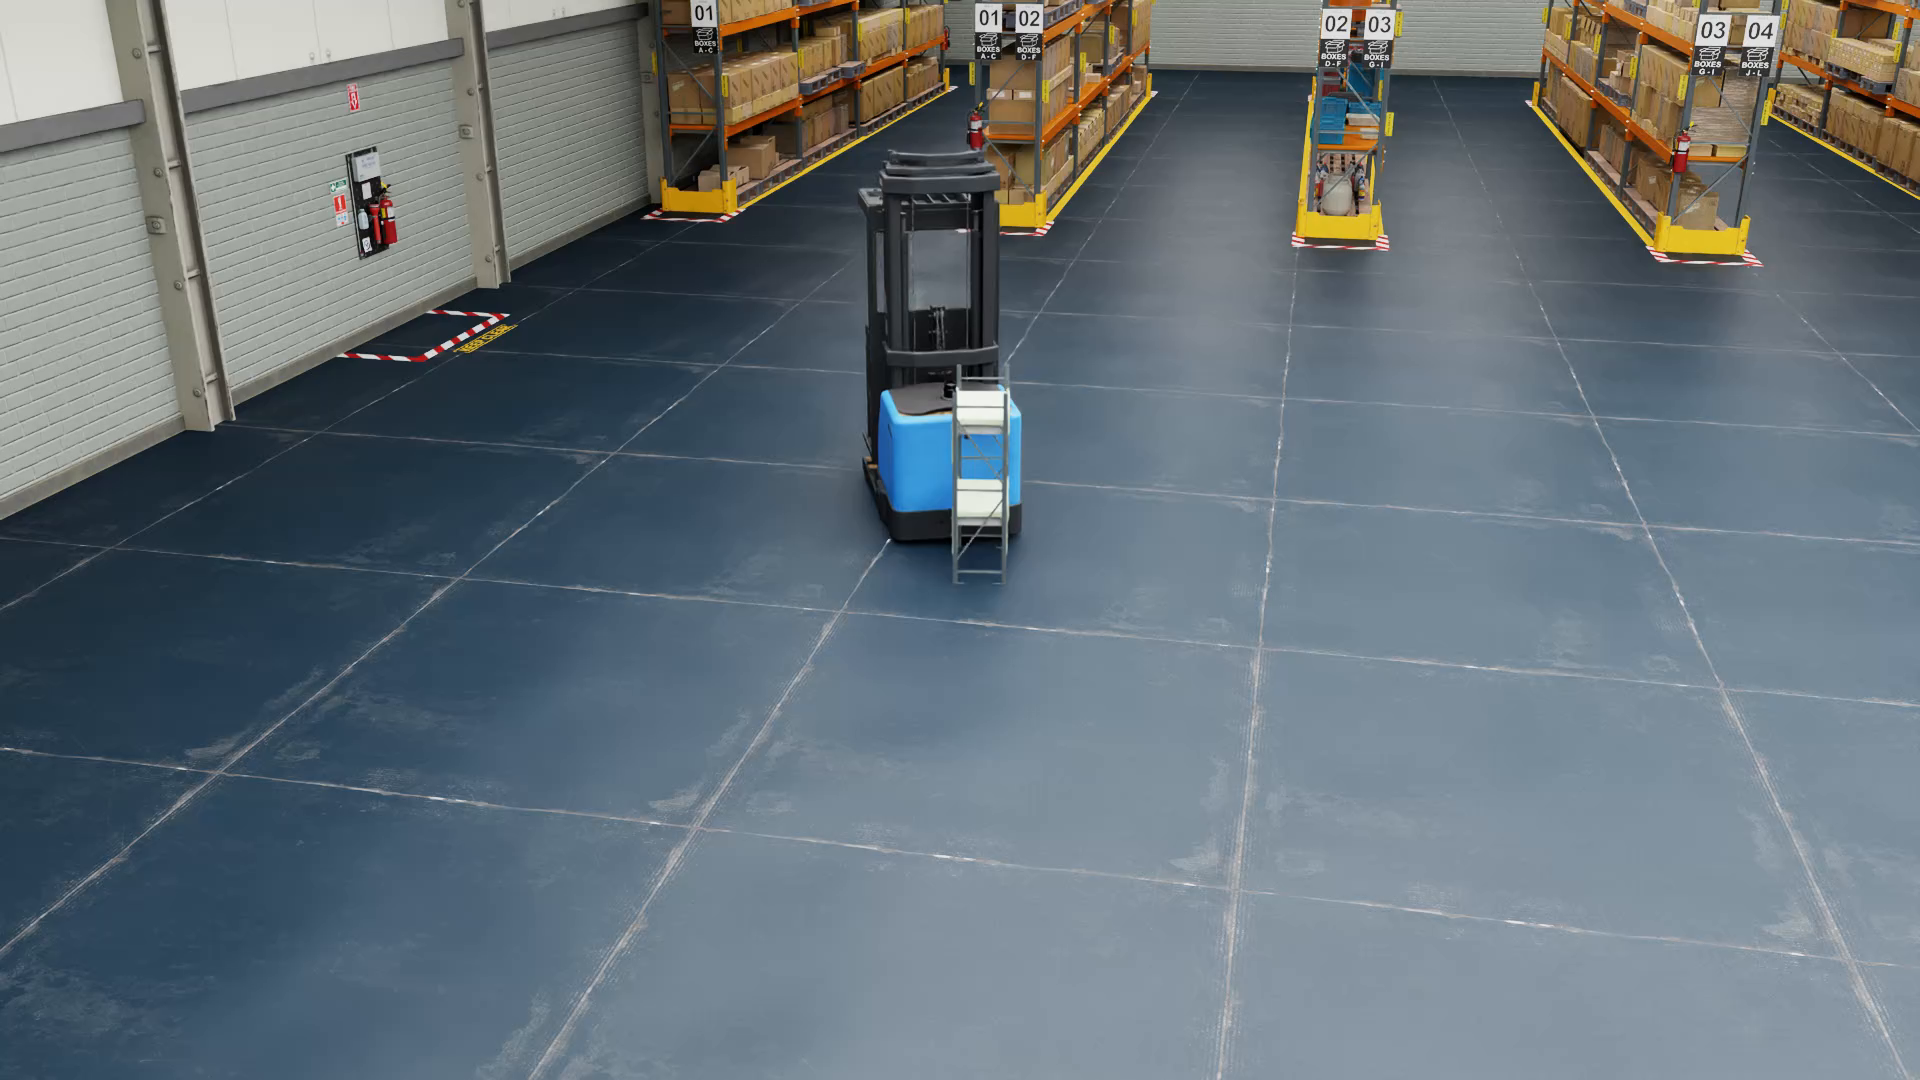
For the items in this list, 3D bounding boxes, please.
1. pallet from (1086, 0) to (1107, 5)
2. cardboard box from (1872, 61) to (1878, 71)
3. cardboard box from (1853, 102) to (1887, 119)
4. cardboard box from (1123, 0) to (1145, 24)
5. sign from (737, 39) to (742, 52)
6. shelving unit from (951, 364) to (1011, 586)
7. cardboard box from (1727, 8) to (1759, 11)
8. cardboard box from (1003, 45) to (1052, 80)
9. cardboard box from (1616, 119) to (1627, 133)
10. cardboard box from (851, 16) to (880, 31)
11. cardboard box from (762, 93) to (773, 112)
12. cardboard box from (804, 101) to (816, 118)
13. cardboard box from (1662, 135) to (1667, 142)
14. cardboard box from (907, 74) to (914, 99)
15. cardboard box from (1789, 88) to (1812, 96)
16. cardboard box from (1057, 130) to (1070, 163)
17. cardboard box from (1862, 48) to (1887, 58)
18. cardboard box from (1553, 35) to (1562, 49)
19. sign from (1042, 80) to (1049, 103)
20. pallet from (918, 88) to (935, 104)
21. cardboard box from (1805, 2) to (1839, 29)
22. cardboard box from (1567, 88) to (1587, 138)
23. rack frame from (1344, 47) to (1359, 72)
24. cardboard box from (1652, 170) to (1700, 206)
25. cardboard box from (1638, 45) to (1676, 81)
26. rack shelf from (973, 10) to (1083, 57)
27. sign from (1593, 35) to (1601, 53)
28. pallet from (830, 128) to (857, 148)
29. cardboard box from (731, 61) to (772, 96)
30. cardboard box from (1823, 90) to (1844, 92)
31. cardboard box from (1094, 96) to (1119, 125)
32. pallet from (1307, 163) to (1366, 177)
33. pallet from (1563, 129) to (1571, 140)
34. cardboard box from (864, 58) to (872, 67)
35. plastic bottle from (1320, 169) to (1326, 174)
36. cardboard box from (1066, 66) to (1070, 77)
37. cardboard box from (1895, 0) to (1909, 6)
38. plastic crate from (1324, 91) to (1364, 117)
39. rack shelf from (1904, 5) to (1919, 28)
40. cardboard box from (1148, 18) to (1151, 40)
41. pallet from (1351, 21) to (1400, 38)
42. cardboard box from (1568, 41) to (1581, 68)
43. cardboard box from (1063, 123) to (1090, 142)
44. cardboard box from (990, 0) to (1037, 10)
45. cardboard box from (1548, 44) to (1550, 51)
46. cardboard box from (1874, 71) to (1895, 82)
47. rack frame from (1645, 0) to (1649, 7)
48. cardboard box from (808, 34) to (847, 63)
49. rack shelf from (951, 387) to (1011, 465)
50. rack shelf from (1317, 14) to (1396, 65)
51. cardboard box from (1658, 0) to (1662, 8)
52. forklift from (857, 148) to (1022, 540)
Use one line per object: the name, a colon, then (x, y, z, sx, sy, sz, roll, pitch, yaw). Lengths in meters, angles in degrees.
pallet: (2.074, -9.772, 29.840, 1.003, 0.211, 1.213, 6, 23, 13)
cardboard box: (16.590, -8.490, 29.796, 0.380, 0.149, 0.250, 5, 23, 13)
cardboard box: (16.977, -7.984, 30.944, 0.500, 0.250, 0.500, 5, 22, 12)
cardboard box: (3.853, -11.822, 37.220, 0.500, 0.500, 0.500, 5, 23, 13)
sign: (-3.860, -8.624, 29.202, 0.100, 0.325, 0.005, 4, 22, 11)
shelving unit: (0.161, -0.497, 12.579, 0.431, 1.500, 0.755, 1, 22, 2)
cardboard box: (10.901, -7.323, 23.174, 0.380, 0.149, 0.250, 5, 23, 13)
cardboard box: (1.040, -7.421, 25.895, 0.700, 0.500, 0.500, 5, 22, 11)
cardboard box: (11.842, -7.326, 29.283, 0.500, 0.250, 0.500, 7, 23, 17)
cardboard box: (-1.948, -10.576, 34.037, 0.500, 0.250, 0.500, 5, 22, 11)
cardboard box: (-3.415, -7.239, 27.486, 0.500, 0.250, 0.500, 5, 22, 11)
cardboard box: (-2.993, -8.061, 31.106, 0.500, 0.250, 0.500, 4, 22, 9)
cardboard box: (10.510, -5.912, 24.354, 0.380, 0.149, 0.250, 4, 22, 11)
cardboard box: (-1.431, -10.273, 37.629, 0.700, 0.500, 0.500, 5, 22, 12)
cardboard box: (17.990, -9.580, 35.583, 0.380, 0.149, 0.250, 3, 22, 8)
cardboard box: (1.540, -6.569, 27.763, 0.500, 0.500, 0.500, 4, 22, 11)
cardboard box: (16.746, -8.902, 30.421, 0.380, 0.149, 0.250, 4, 22, 11)
cardboard box: (13.010, -10.650, 35.584, 0.500, 0.250, 0.500, 4, 22, 10)
sign: (1.260, -6.601, 24.463, 0.100, 0.325, 0.005, 4, 22, 11)
pallet: (-1.205, -10.398, 38.889, 1.003, 0.211, 1.213, 4, 22, 11)
cardboard box: (17.838, -10.831, 34.361, 0.500, 0.500, 0.500, 4, 22, 9)
cardboard box: (12.398, -8.161, 31.885, 1.225, 0.875, 0.875, 5, 22, 11)
rack frame: (7.198, -8.754, 31.073, 1.000, 3.000, 0.127, 4, 22, 11)
cardboard box: (10.951, -5.362, 25.436, 0.500, 0.500, 0.500, 2, 22, 6)
cardboard box: (10.890, -7.416, 25.882, 0.500, 0.500, 0.500, 4, 22, 11)
rack shelf: (1.126, -7.996, 26.140, 1.077, 0.370, 4.000, 4, 22, 11)
sign: (11.503, -8.954, 30.022, 0.100, 0.325, 0.005, 4, 22, 11)
pallet: (-2.661, -7.930, 32.760, 1.003, 0.211, 1.213, 4, 22, 11)
cardboard box: (-3.425, -7.580, 27.331, 0.500, 0.500, 0.500, 5, 23, 13)
cardboard box: (18.504, -9.438, 35.230, 0.380, 0.149, 0.250, 5, 23, 13)
cardboard box: (2.931, -8.697, 33.689, 0.500, 0.500, 0.500, 4, 22, 10)
pallet: (6.505, -6.287, 28.682, 1.003, 0.211, 1.213, 4, 22, 11)
pallet: (12.780, -8.257, 33.574, 1.003, 0.211, 1.213, 4, 22, 11)
cardboard box: (-2.009, -9.687, 33.699, 0.380, 0.149, 0.250, 5, 23, 13)
plastic bottle: (5.900, -5.903, 27.060, 0.097, 0.271, 0.097, 0, 22, 0)
cardboard box: (1.636, -7.811, 27.731, 0.380, 0.149, 0.250, 4, 22, 10)
cardboard box: (16.750, -9.627, 29.093, 0.500, 0.500, 0.500, 4, 22, 11)
plastic crate: (6.151, -7.080, 27.001, 0.767, 0.338, 0.504, 4, 22, 11)
rack shelf: (16.474, -8.287, 26.863, 1.077, 0.370, 4.000, 4, 22, 11)
cardboard box: (4.158, -11.920, 38.802, 0.500, 0.500, 0.500, 5, 23, 13)
pallet: (5.831, -7.427, 24.016, 1.003, 0.211, 1.213, 4, 22, 11)
cardboard box: (12.525, -9.736, 33.379, 0.500, 0.500, 0.500, 5, 22, 11)
cardboard box: (2.074, -7.353, 29.964, 0.500, 0.311, 0.500, 4, 22, 9)
cardboard box: (0.839, -8.116, 24.586, 0.797, 0.503, 0.637, 6, 23, 15)
cardboard box: (13.129, -10.797, 36.485, 0.380, 0.149, 0.250, 4, 22, 10)
cardboard box: (16.533, -8.255, 29.609, 0.380, 0.149, 0.250, 5, 22, 12)
rack frame: (11.231, -9.696, 25.383, 1.000, 3.000, 0.127, 4, 22, 11)
cardboard box: (-2.586, -9.587, 32.419, 0.700, 0.500, 0.500, 2, 22, 5)
rack shelf: (0.161, -0.859, 12.433, 0.431, 0.370, 0.720, 1, 22, 2)
rack shelf: (5.974, -7.617, 25.199, 1.077, 0.370, 4.000, 4, 22, 11)
cardboard box: (10.799, -8.124, 25.162, 0.380, 0.149, 0.250, 5, 22, 11)
forklift: (-0.259, -1.873, 14.080, 1.130, 2.935, 3.031, -4, 22, -9)
